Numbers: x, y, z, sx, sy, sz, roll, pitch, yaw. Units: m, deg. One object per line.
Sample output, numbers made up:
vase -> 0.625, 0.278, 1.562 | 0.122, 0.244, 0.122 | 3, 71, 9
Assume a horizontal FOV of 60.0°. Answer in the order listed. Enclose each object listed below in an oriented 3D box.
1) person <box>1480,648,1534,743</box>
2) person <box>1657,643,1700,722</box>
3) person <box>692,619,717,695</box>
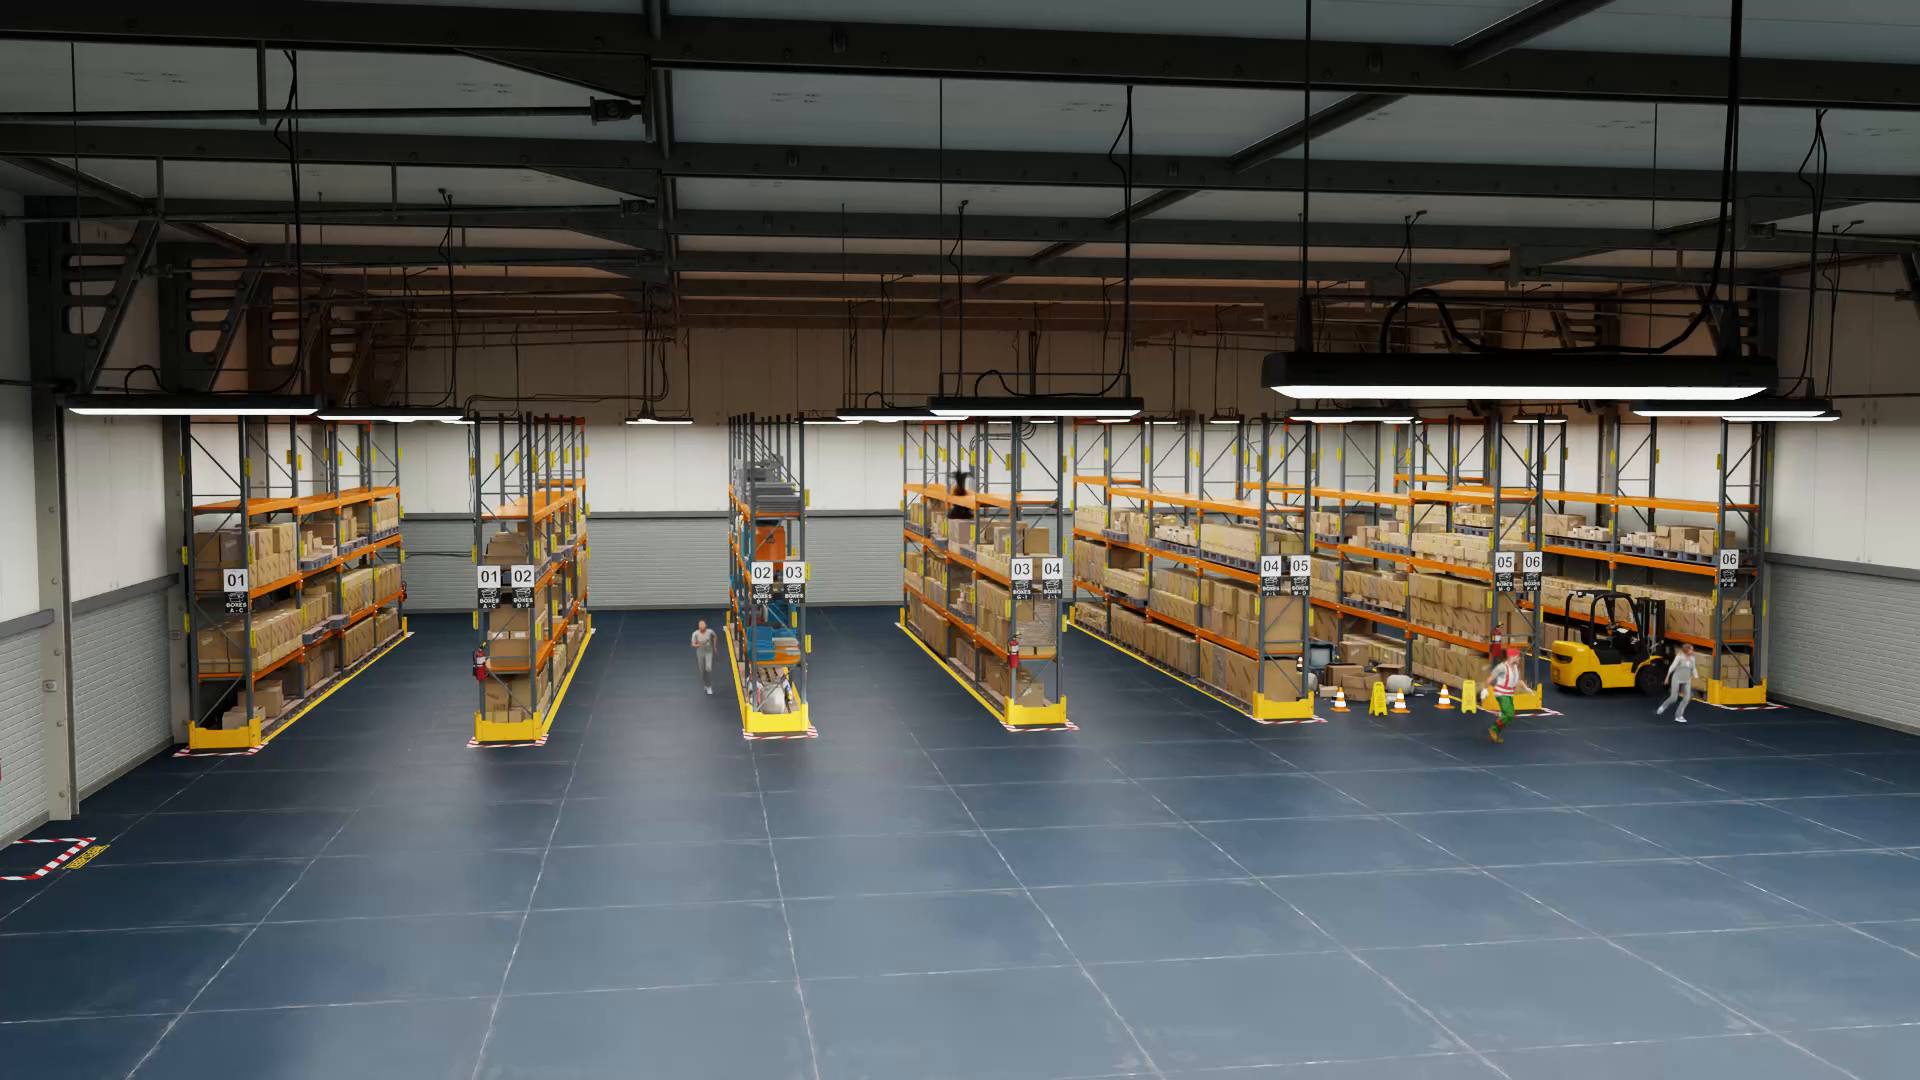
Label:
person -> 9.869, 2.807, 29.925 | 0.669, 1.727, 0.765 | -3, 5, -40
person -> 13.974, 2.749, 32.367 | 0.596, 1.542, 0.617 | -1, 4, -11
person -> -5.483, 2.476, 35.697 | 0.496, 1.613, 0.928 | 0, 4, 0
